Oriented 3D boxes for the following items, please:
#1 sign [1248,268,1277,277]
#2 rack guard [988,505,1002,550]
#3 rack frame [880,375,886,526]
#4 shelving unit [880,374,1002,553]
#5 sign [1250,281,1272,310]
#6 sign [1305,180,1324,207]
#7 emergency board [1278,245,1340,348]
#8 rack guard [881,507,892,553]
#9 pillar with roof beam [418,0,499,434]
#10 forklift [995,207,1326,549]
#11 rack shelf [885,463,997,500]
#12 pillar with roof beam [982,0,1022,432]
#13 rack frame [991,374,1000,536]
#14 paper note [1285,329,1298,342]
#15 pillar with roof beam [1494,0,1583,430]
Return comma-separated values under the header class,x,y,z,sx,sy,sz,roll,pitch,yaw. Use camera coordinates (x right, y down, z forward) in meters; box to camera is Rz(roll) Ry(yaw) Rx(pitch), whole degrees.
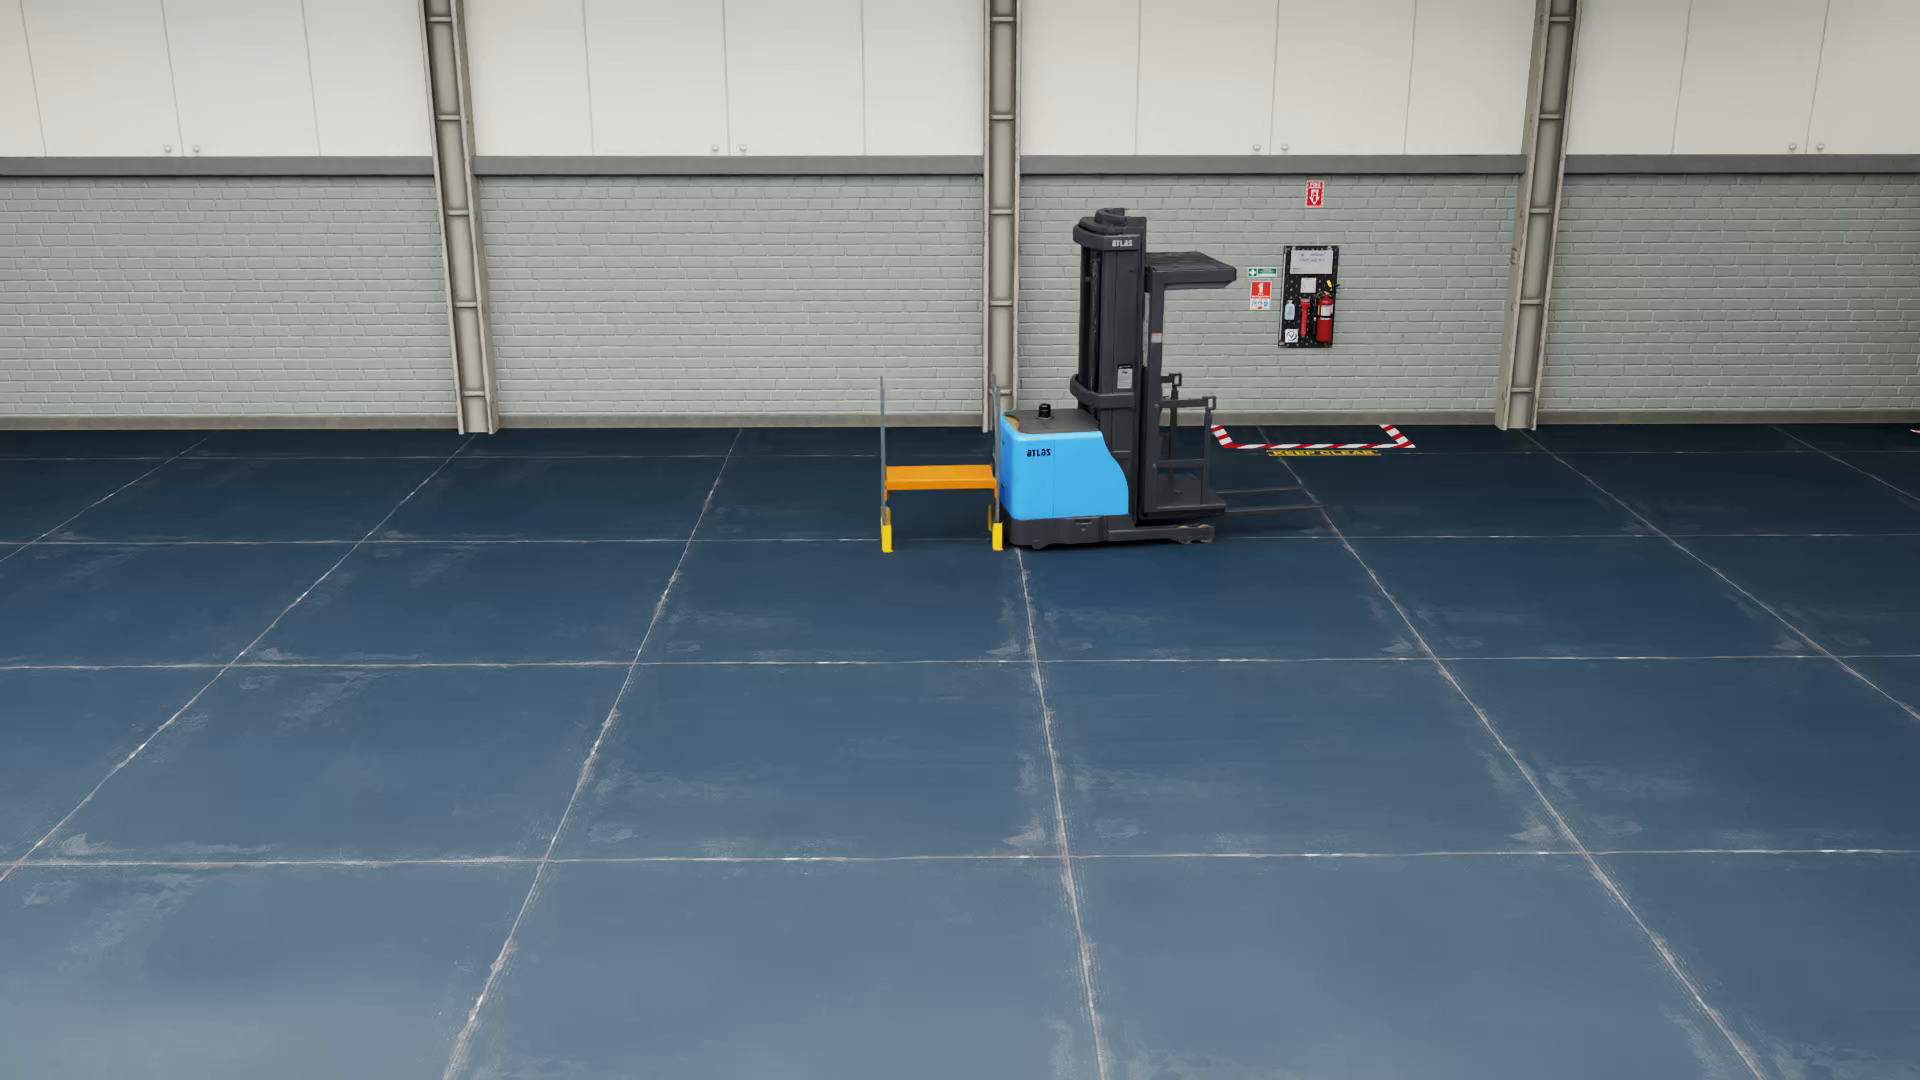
class,x,y,z,sx,sy,sz,roll,pitch,yaw
sign,3.437,-3.041,18.893,0.331,0.109,0.001,0,18,-1
rack guard,0.321,-0.115,15.201,0.087,0.250,0.587,-1,18,-4
rack frame,-0.692,-0.691,14.948,0.032,1.500,0.500,-1,18,-4
shelving unit,-0.176,-0.701,14.979,1.083,1.500,0.587,-1,18,-4
sign,3.432,-2.791,18.982,0.234,0.329,0.001,0,18,-1
sign,3.977,-3.880,18.639,0.199,0.298,0.001,0,18,-1
emergency board,3.986,-2.746,18.898,0.643,1.169,0.194,0,18,-1
rack guard,-0.673,-0.096,15.140,0.087,0.250,0.587,-1,18,-4
pillar with roof beam,-5.473,-4.230,13.703,0.400,9.000,9.100,0,18,-1
forklift,1.866,-1.513,15.169,3.031,2.935,1.130,-3,18,-10
rack shelf,-0.185,-0.529,15.034,1.000,0.185,0.538,-1,18,-4
pillar with roof beam,0.527,-4.259,13.793,0.400,9.000,9.100,0,18,-1
rack frame,0.322,-0.711,15.010,0.032,1.500,0.500,-1,18,-4
paper note,3.808,-2.346,19.096,0.142,0.148,0.016,0,18,-1
pillar with roof beam,6.526,-4.288,13.884,0.400,9.000,9.100,0,18,-1
